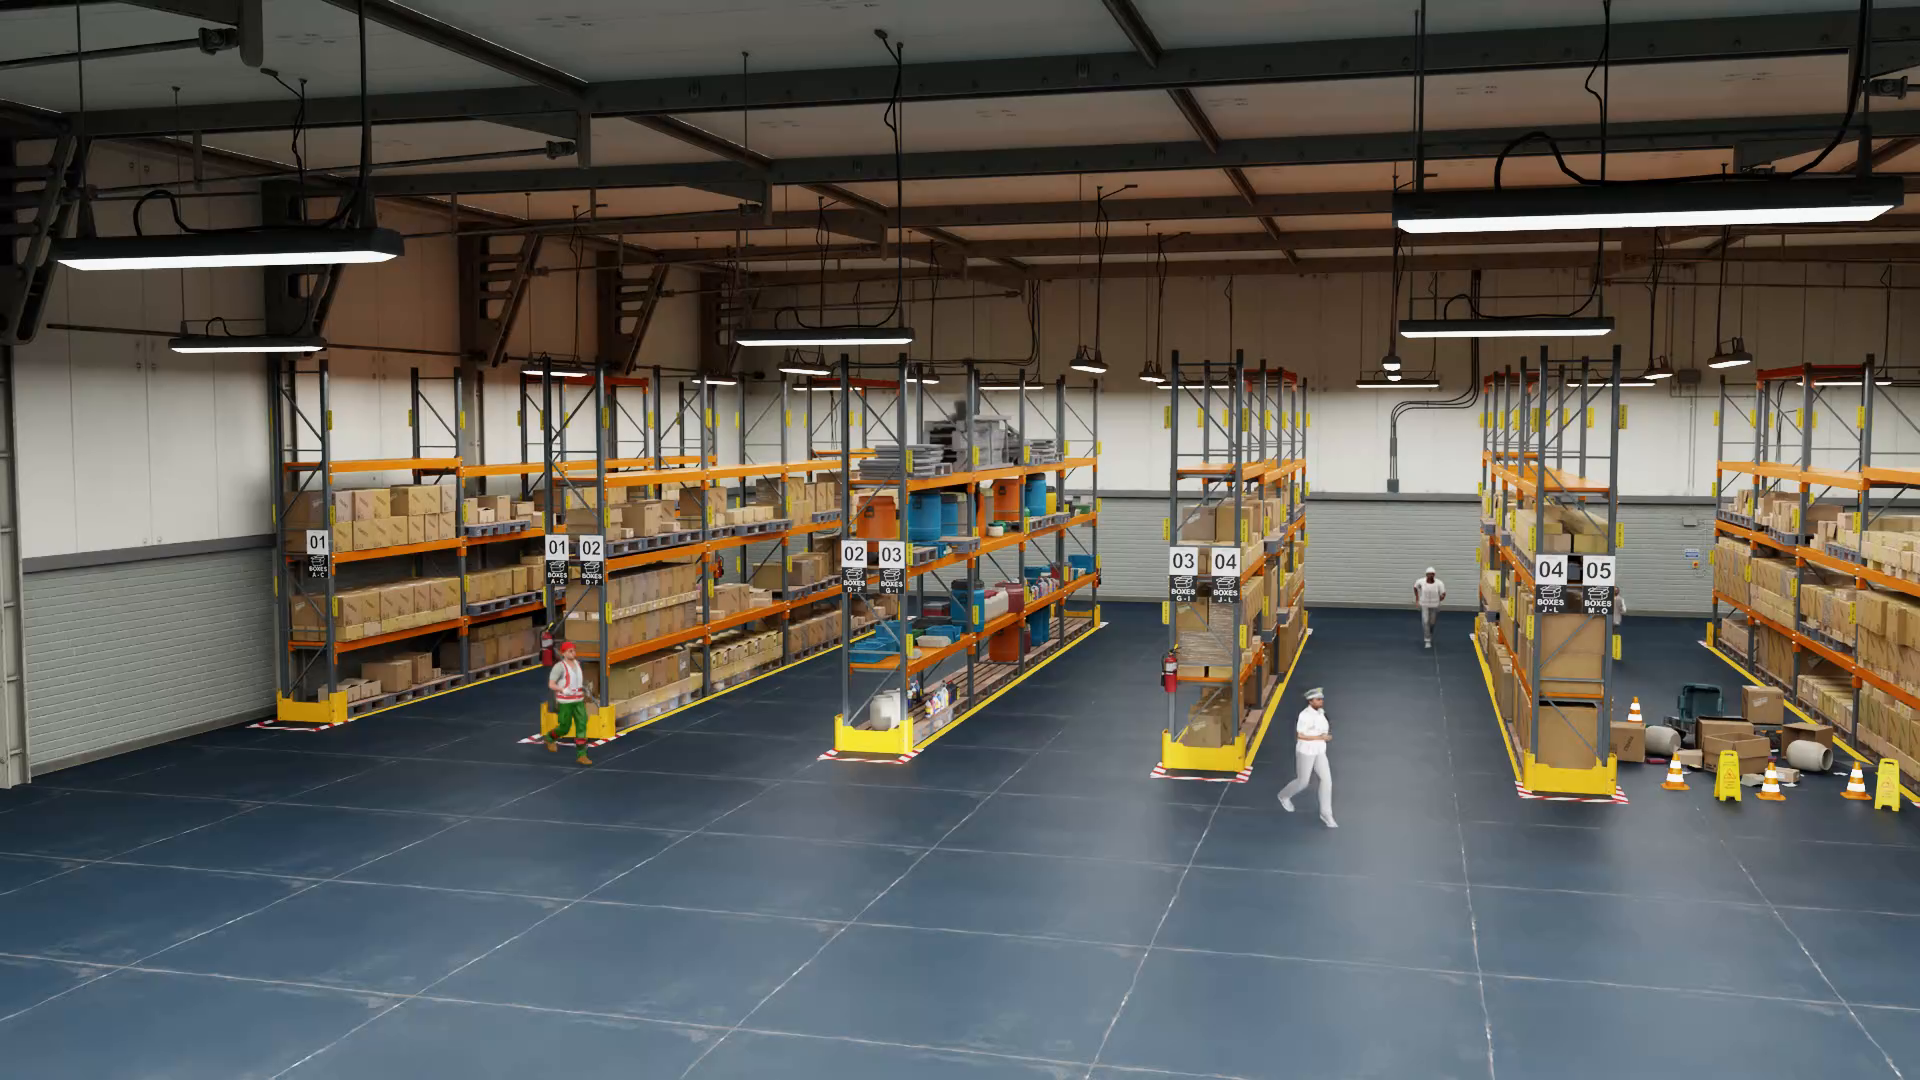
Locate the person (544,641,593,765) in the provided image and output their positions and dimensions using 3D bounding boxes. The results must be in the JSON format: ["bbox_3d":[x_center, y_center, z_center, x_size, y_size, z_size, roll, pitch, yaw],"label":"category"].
[{"bbox_3d":[-5.712,2.365,24.281,0.953,1.778,0.670,3,5,38],"label":"person"}]

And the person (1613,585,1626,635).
[{"bbox_3d":[13.687,1.713,34.909,0.529,1.554,0.549,0,4,4],"label":"person"}]

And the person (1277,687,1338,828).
[{"bbox_3d":[4.343,2.681,20.731,0.579,1.743,0.911,-3,5,-37],"label":"person"}]

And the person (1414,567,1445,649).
[{"bbox_3d":[10.408,1.471,36.856,0.656,1.762,0.985,1,4,9],"label":"person"}]
